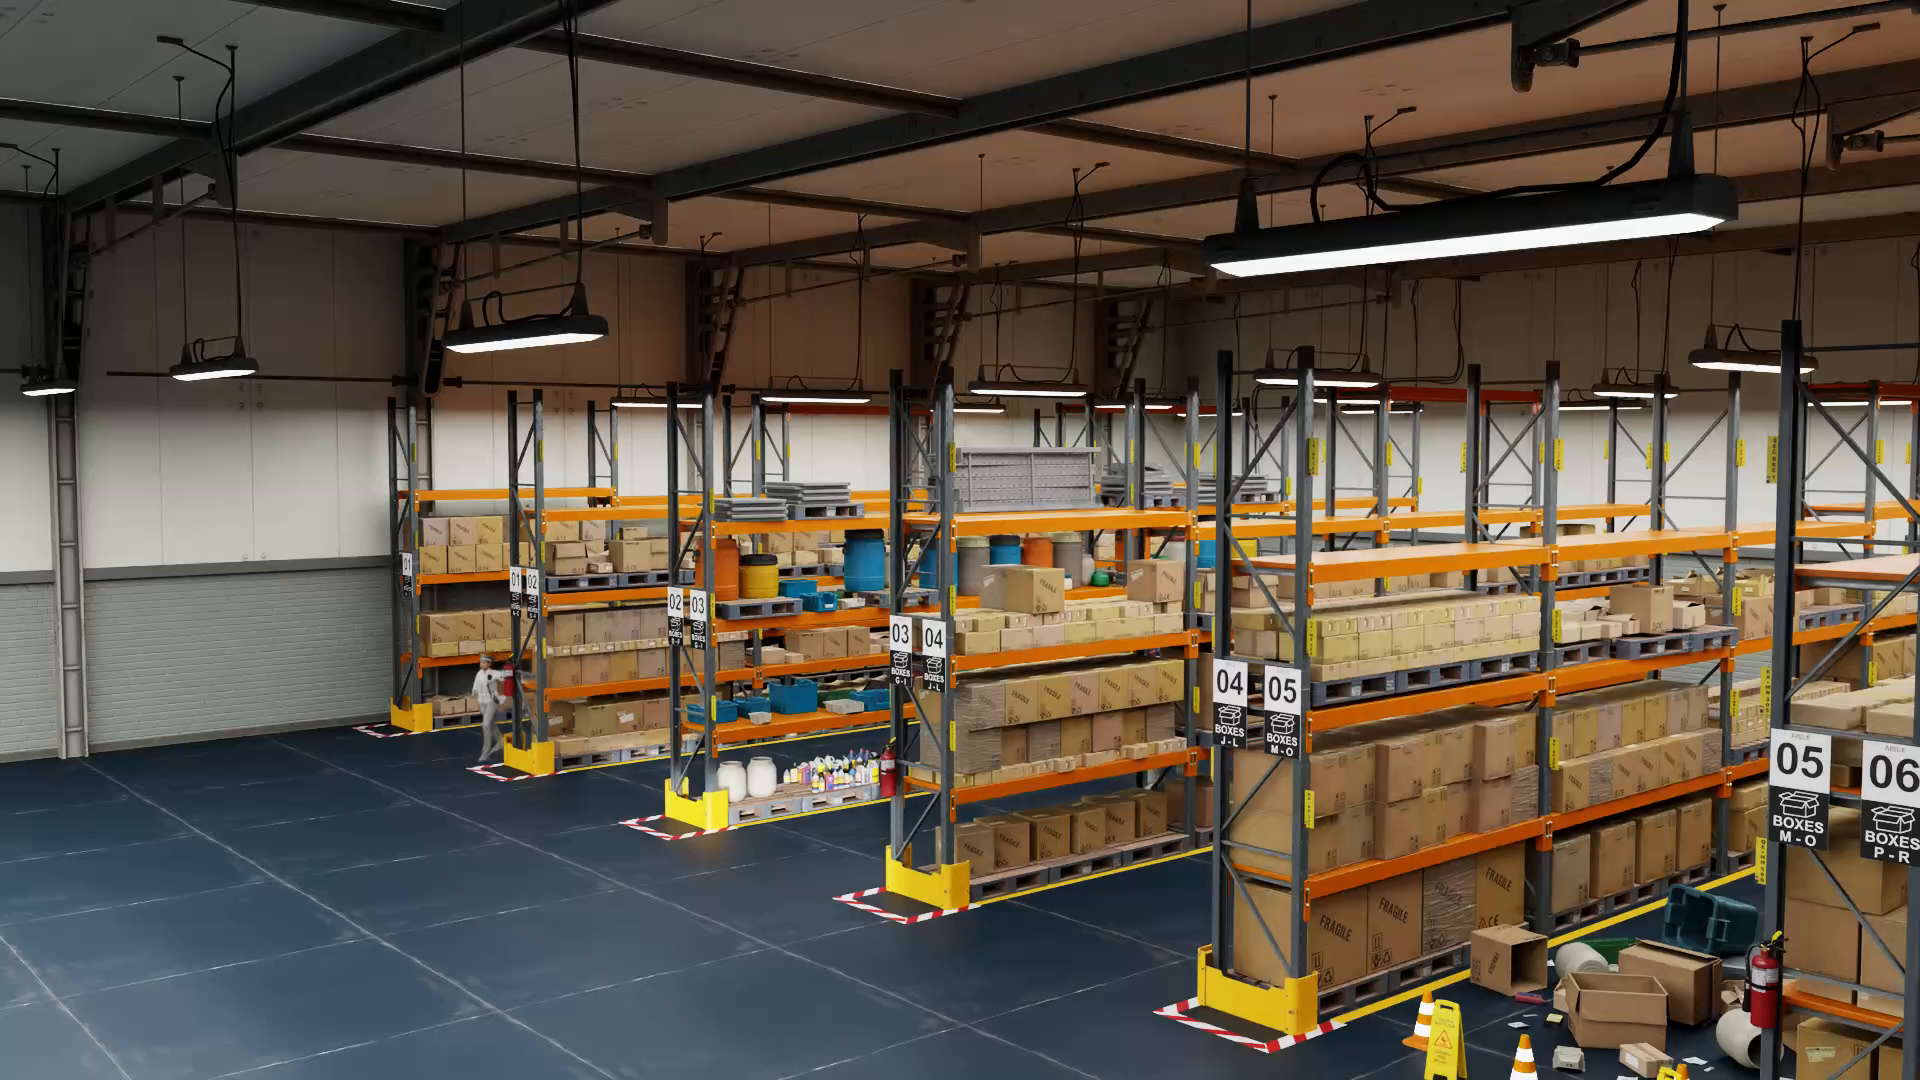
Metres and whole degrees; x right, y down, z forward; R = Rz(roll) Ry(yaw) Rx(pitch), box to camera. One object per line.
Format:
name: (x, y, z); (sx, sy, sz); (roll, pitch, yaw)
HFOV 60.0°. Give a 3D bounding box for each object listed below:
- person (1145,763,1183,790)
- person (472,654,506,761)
person: (3.053, 2.911, 24.860); (0.712, 1.679, 1.072); (3, 5, 43)
person: (-7.724, 2.725, 27.354); (0.646, 1.751, 0.785); (2, 4, 28)
